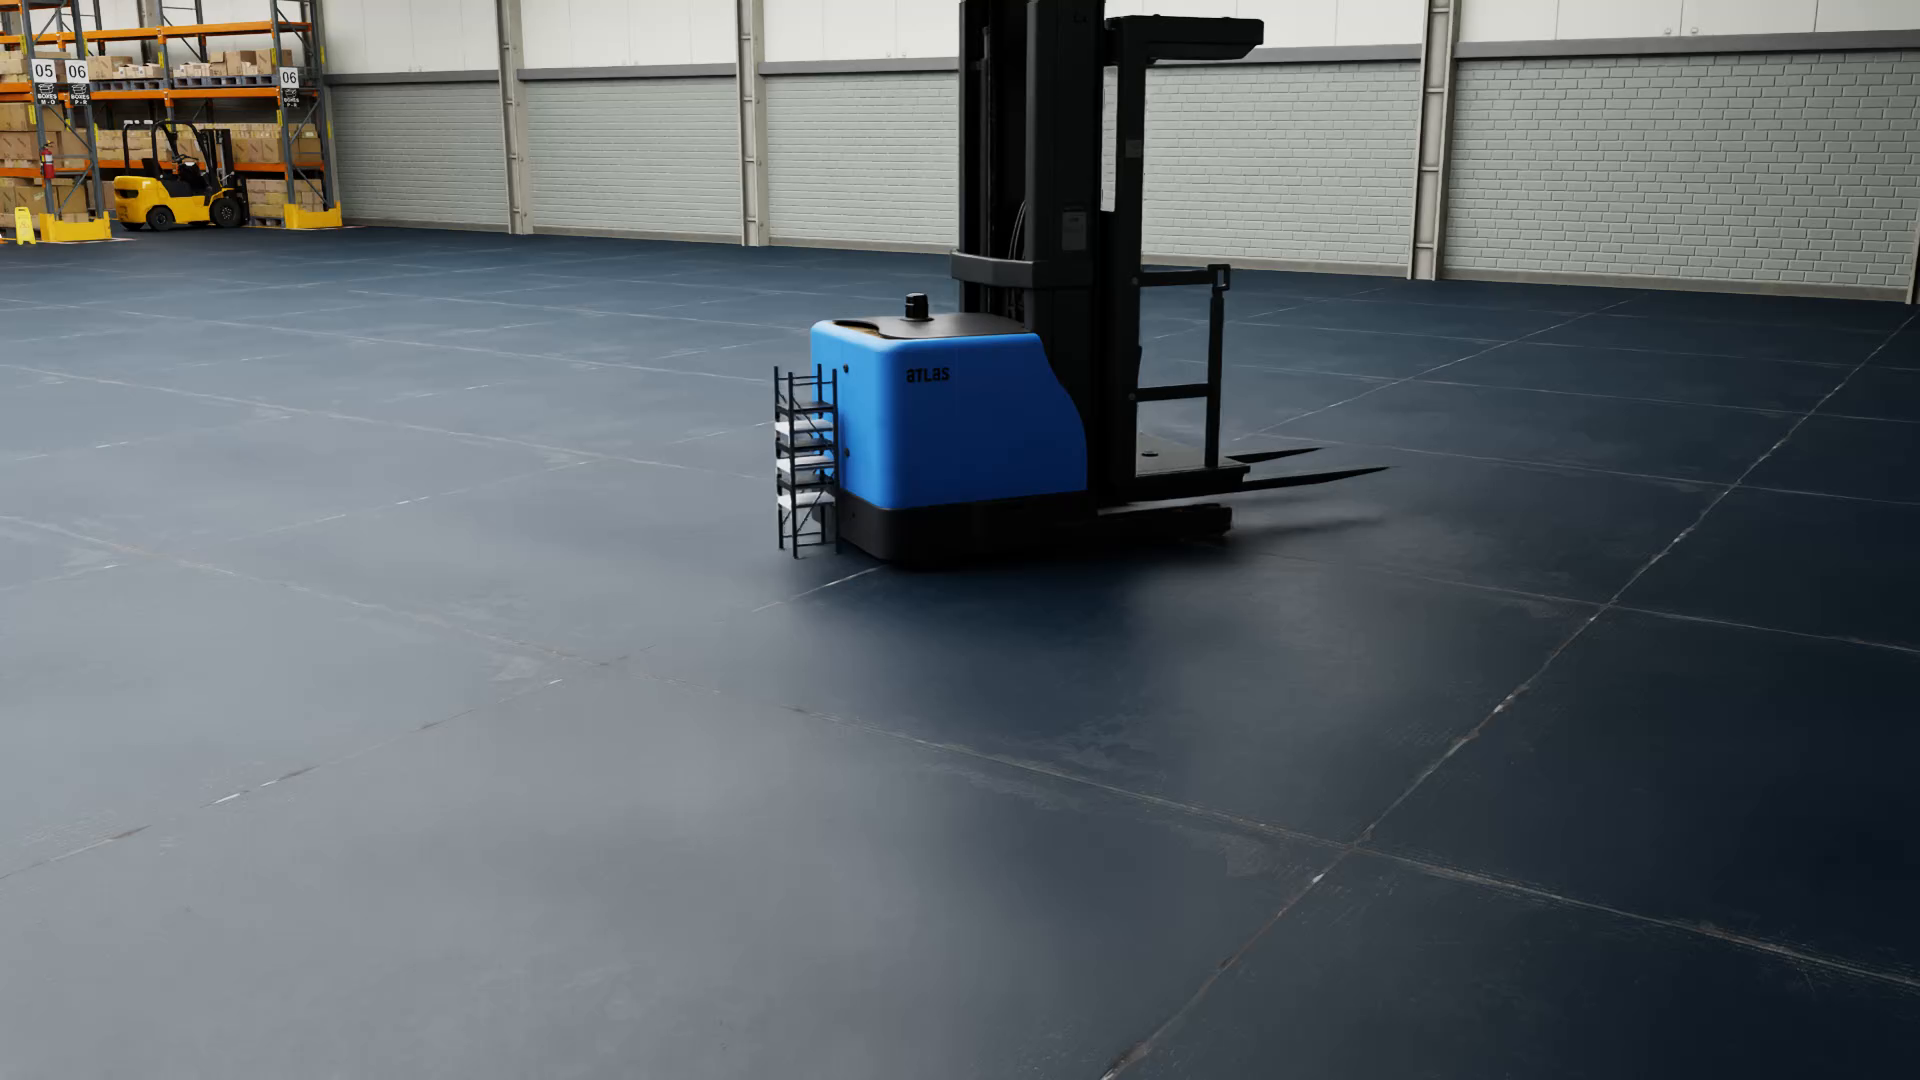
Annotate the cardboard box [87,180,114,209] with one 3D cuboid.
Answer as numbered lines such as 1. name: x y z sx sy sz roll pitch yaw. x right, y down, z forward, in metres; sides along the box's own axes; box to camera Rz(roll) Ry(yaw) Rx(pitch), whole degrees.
1. cardboard box: -19.604 -8.016 38.532 0.625 0.625 0.875 10 17 35

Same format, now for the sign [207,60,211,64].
1. sign: -16.486 -10.371 36.495 0.005 0.325 0.100 9 17 33

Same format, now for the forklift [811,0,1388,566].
1. forklift: 0.805 -1.518 8.356 3.031 2.935 1.130 -6 15 -24

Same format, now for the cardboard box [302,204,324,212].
1. cardboard box: -13.774 -6.953 35.016 0.500 0.250 0.500 9 17 33

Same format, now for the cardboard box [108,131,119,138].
1. cardboard box: -18.937 -9.143 37.455 0.250 0.149 0.380 10 17 34

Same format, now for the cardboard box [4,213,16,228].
1. cardboard box: -17.489 -5.983 31.100 0.500 0.250 0.500 9 17 33

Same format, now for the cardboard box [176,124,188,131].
1. cardboard box: -16.695 -8.921 35.942 0.250 0.149 0.380 10 17 34

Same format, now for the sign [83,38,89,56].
1. sign: -15.940 -8.977 30.284 0.005 0.325 0.100 9 17 33

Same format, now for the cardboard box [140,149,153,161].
1. cardboard box: -17.779 -8.524 36.827 0.500 0.250 0.500 9 17 32

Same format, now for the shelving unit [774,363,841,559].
1. shelving unit: -0.732 -0.379 7.980 0.258 0.900 0.210 -7 15 -24

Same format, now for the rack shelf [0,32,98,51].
1. rack shelf: -21.773 -11.689 39.143 4.000 0.370 1.077 9 17 33

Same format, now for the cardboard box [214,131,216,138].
1. cardboard box: -15.631 -8.606 35.288 0.250 0.149 0.380 9 16 31

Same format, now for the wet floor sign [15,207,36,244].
1. wet floor sign: -16.682 -5.607 29.630 0.267 0.644 0.232 -10 17 -35

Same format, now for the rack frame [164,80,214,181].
1. rack frame: -16.794 -8.515 36.479 0.127 3.000 1.000 9 17 33

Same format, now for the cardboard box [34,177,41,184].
1. cardboard box: -21.925 -8.599 39.797 0.250 0.149 0.380 9 17 33

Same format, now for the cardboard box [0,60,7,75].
1. cardboard box: -17.227 -8.601 30.278 0.500 0.250 0.500 9 16 32

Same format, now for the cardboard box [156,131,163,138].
1. cardboard box: -17.426 -8.911 36.521 0.250 0.149 0.380 9 16 32

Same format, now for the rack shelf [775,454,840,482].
1. rack shelf: -0.732 -0.347 7.988 0.258 0.077 0.200 -7 15 -24

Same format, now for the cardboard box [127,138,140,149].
1. cardboard box: -18.196 -8.837 37.052 0.500 0.250 0.500 10 17 34

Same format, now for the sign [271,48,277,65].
1. sign: -13.790 -9.720 33.425 0.005 0.325 0.100 9 17 33

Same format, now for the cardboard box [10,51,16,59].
1. cardboard box: -16.880 -8.738 30.002 0.250 0.149 0.380 10 17 34

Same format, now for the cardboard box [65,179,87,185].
1. cardboard box: -20.665 -8.373 38.882 0.250 0.149 0.380 8 16 30

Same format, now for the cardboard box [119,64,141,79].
1. cardboard box: -18.168 -10.332 36.679 0.500 0.311 0.500 9 16 31

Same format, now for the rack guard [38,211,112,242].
1. rack guard: -16.305 -5.785 30.653 0.348 0.500 1.175 9 17 33

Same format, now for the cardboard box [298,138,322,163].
1. cardboard box: -13.731 -8.149 34.792 0.500 0.500 0.500 10 17 35

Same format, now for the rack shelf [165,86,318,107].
1. rack shelf: -15.135 -9.354 35.122 4.000 0.370 1.077 9 17 33

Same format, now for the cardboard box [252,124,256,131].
1. cardboard box: -14.509 -8.597 34.634 0.250 0.149 0.380 9 17 33

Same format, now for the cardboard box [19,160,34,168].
1. cardboard box: -16.944 -6.886 30.420 0.250 0.149 0.380 9 16 32

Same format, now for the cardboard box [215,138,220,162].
1. cardboard box: -15.710 -8.318 35.474 0.500 0.500 0.500 9 17 32

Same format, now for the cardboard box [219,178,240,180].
1. cardboard box: -15.730 -7.607 35.579 0.500 0.250 0.500 10 17 35

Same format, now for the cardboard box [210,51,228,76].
1. cardboard box: -15.237 -9.991 34.903 0.637 0.503 0.797 10 17 35

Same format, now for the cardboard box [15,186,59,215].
1. cardboard box: -17.053 -6.277 30.726 0.500 0.500 0.500 9 17 33

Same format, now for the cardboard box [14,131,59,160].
1. cardboard box: -16.847 -7.199 30.336 0.500 0.500 0.500 9 16 32

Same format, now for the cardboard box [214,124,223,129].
1. cardboard box: -15.582 -8.764 35.308 0.250 0.149 0.380 9 17 33

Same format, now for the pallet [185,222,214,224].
1. pallet: -16.158 -7.047 36.350 1.213 0.211 1.003 9 17 33

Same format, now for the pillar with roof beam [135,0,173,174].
1. pillar with roof beam: -20.931 -11.110 34.477 0.400 9.000 9.100 9 17 33

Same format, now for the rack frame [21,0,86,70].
1. rack frame: -16.242 -9.901 29.591 0.127 3.000 1.000 9 17 33

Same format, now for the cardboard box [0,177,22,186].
1. cardboard box: -17.602 -6.662 30.931 0.250 0.149 0.380 10 17 34

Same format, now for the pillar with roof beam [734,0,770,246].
1. pillar with roof beam: -5.995 -8.696 24.726 0.400 9.000 9.100 9 17 33

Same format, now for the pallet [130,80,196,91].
1. pallet: -17.533 -9.994 36.609 1.217 0.209 0.805 8 16 31

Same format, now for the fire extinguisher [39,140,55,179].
1. fire extinguisher: -16.405 -6.844 29.888 0.183 0.674 0.296 9 17 33

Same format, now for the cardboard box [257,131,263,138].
1. cardboard box: -14.329 -8.408 34.489 0.250 0.149 0.380 10 17 34

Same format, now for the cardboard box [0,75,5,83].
1. cardboard box: -17.294 -8.431 30.420 0.250 0.149 0.380 9 17 33
